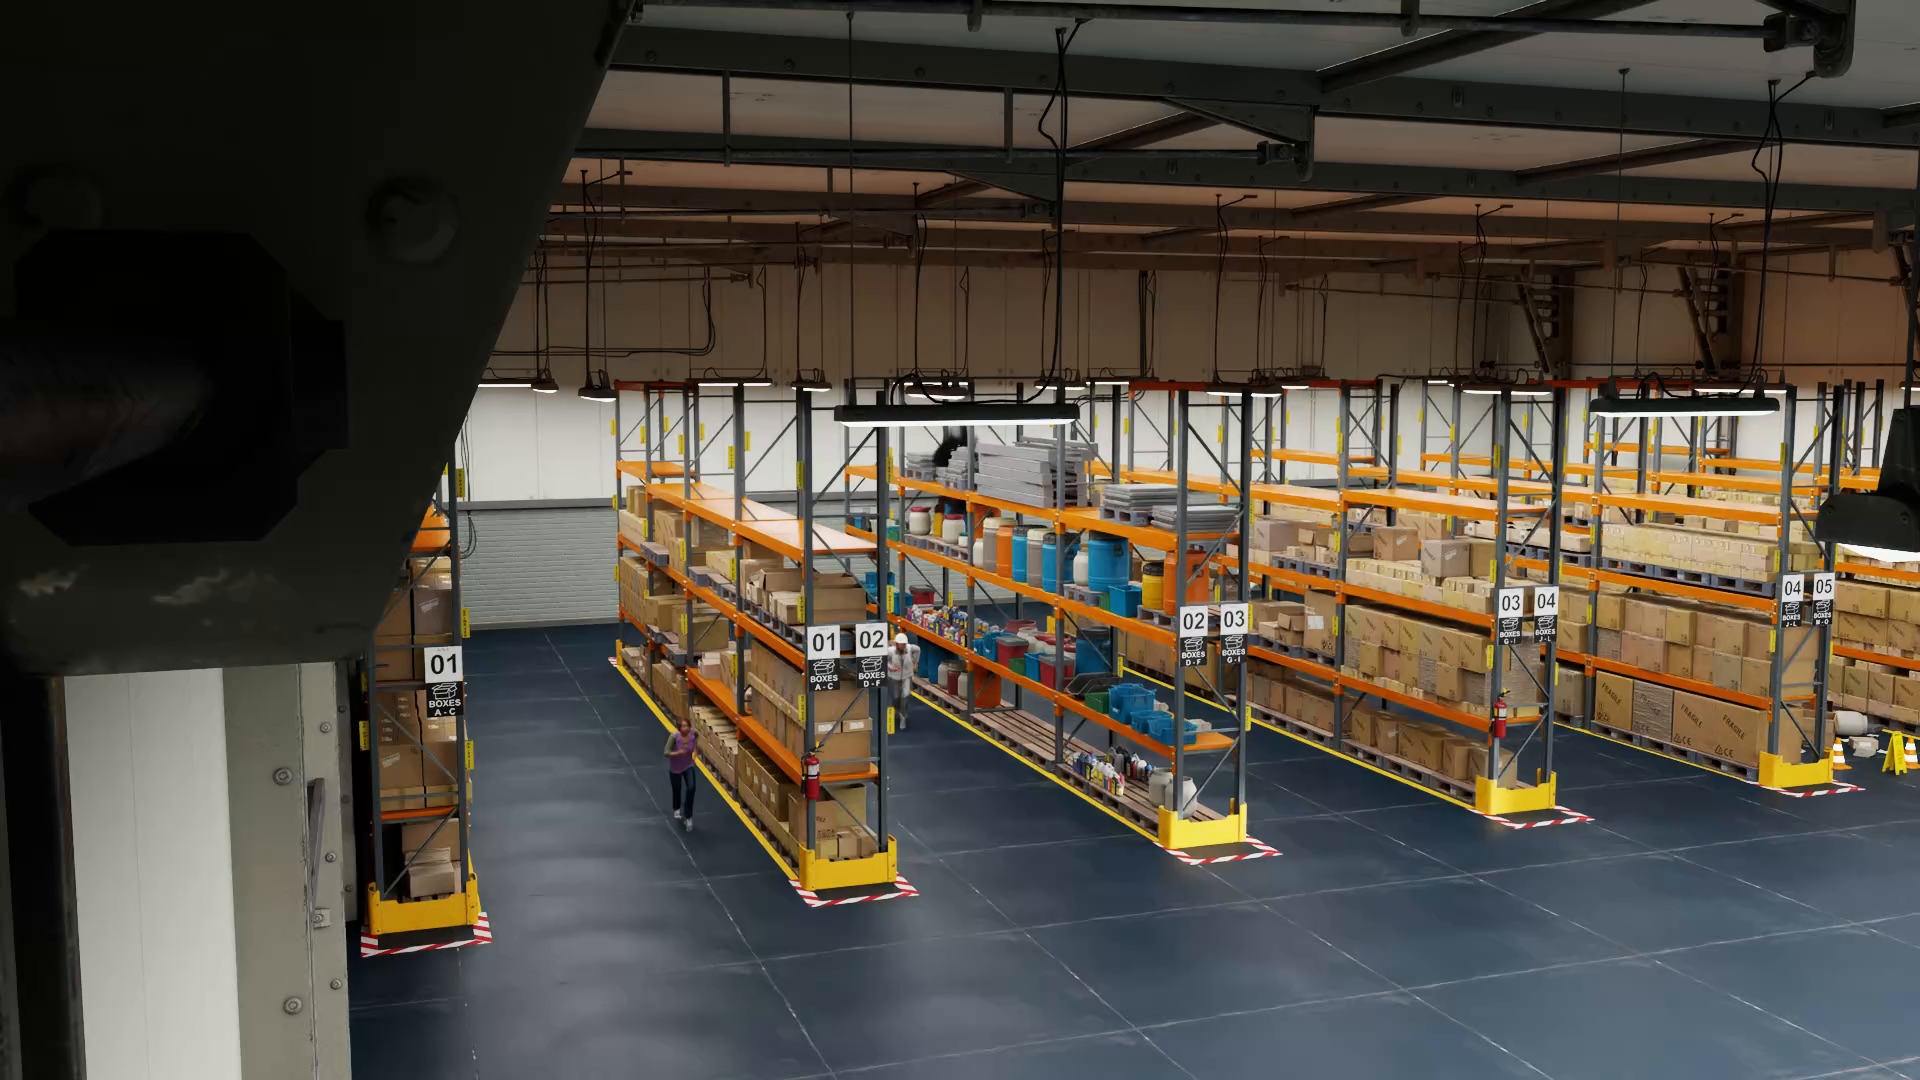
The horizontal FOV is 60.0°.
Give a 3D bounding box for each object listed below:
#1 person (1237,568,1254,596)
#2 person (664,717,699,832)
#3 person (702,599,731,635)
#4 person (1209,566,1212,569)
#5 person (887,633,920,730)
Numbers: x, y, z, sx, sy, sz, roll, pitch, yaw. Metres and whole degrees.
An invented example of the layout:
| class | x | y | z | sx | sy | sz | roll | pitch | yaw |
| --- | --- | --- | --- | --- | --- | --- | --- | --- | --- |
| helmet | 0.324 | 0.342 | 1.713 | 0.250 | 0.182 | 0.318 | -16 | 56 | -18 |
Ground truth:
| class | x | y | z | sx | sy | sz | roll | pitch | yaw |
| --- | --- | --- | --- | --- | --- | --- | --- | --- | --- |
| person | 7.307 | 0.986 | 42.427 | 0.700 | 1.748 | 0.671 | 5 | 8 | 39 |
| person | -3.805 | 3.160 | 22.722 | 0.527 | 1.564 | 0.868 | -2 | 6 | -19 |
| person | -5.131 | 1.673 | 35.841 | 0.724 | 1.748 | 0.708 | 5 | 8 | 37 |
| person | 5.804 | 1.229 | 40.064 | 0.623 | 1.849 | 0.982 | 0 | 6 | 4 |
| person | -1.044 | 2.439 | 29.194 | 0.699 | 1.731 | 1.025 | -1 | 6 | -9 |
